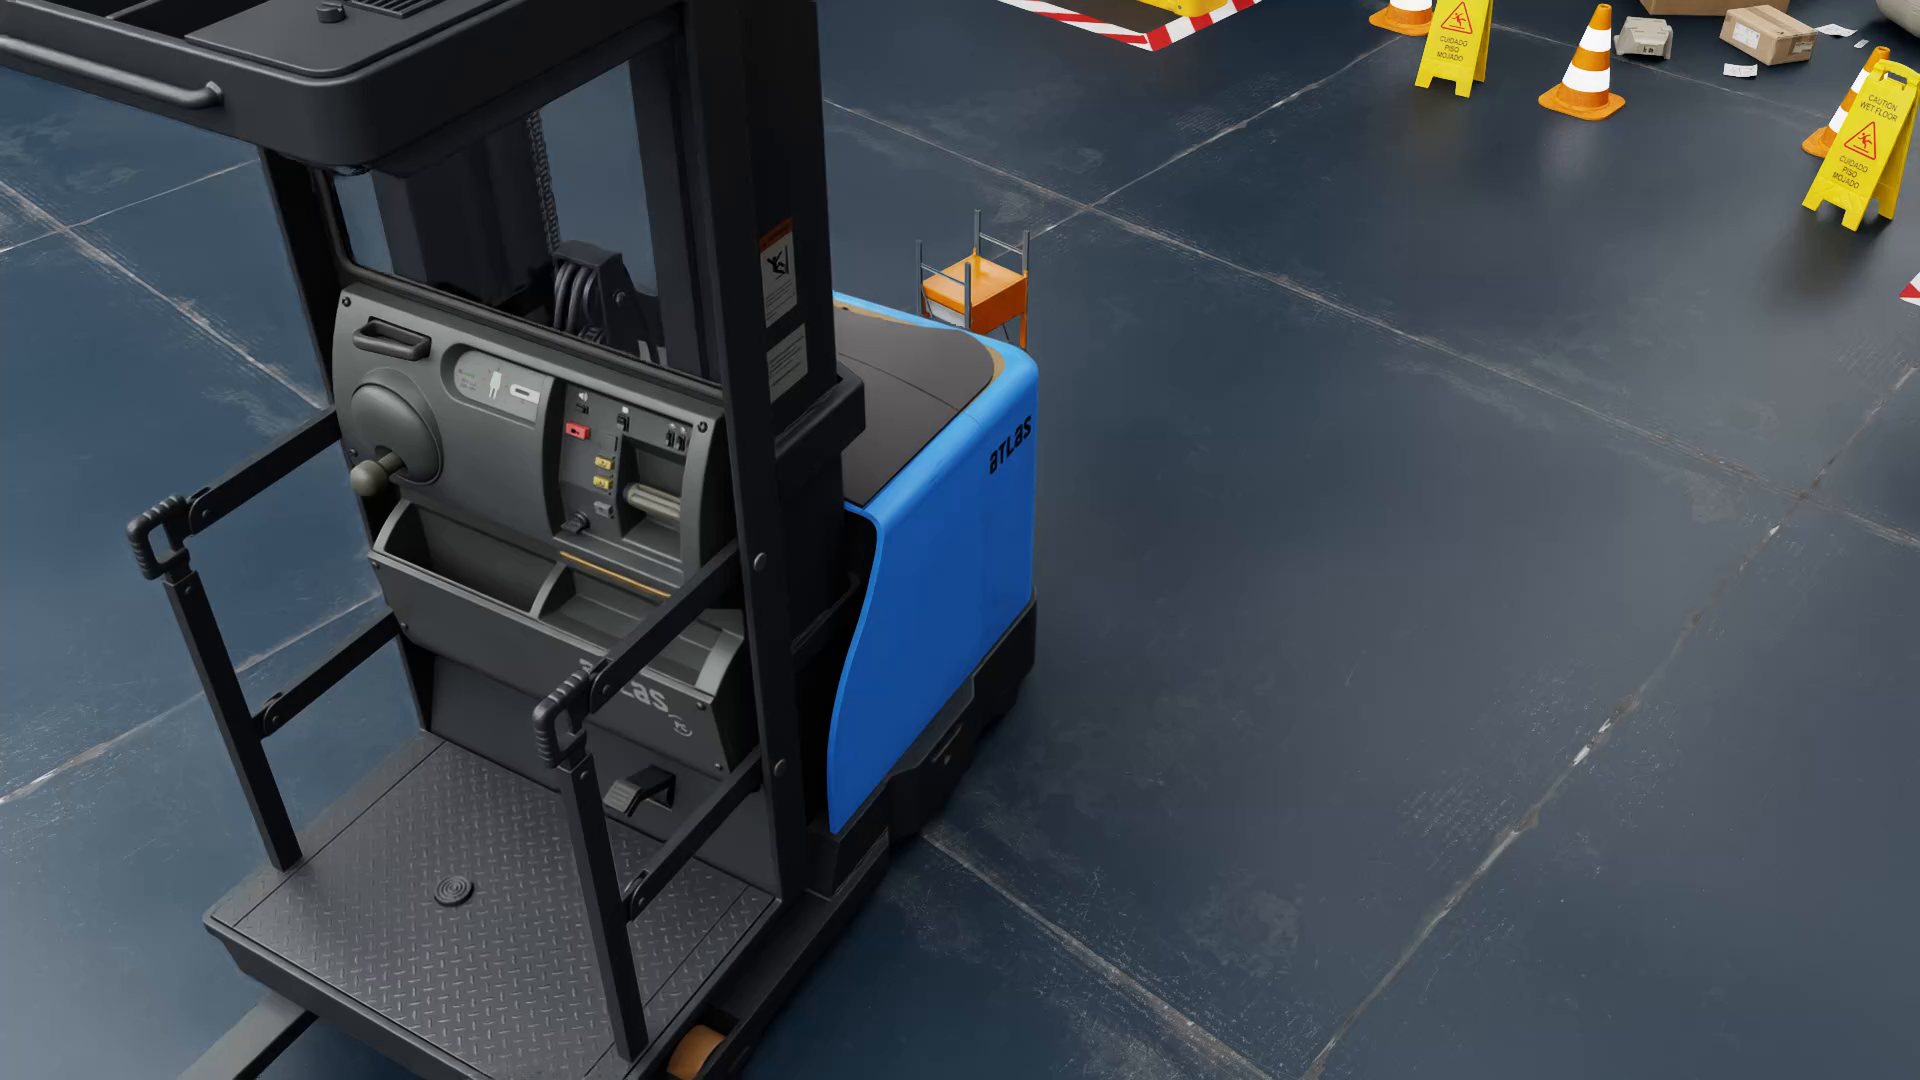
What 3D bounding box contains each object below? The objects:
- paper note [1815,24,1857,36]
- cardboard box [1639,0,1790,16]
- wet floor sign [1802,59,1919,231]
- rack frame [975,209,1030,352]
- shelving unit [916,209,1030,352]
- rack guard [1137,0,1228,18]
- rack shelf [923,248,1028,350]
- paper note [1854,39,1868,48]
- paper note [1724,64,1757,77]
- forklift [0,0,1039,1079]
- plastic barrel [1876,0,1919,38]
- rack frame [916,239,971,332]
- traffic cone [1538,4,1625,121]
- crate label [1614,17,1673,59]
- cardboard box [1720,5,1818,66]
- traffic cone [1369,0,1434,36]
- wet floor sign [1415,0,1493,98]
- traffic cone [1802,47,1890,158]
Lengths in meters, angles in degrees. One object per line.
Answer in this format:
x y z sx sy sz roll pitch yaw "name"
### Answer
4.494 -2.619 8.528 0.142 0.019 0.148 -18 42 -21 "paper note"
3.958 -3.081 8.720 0.797 0.503 0.637 2 39 2 "cardboard box"
3.724 -1.628 6.779 0.232 0.644 0.267 -18 42 -21 "wet floor sign"
0.118 -0.492 5.025 0.200 1.050 0.008 30 47 32 "rack frame"
0.036 -0.435 4.954 0.215 1.050 0.252 30 47 32 "shelving unit"
0.904 -3.231 8.911 1.175 0.500 0.348 30 47 32 "rack guard"
0.036 -0.649 4.784 0.215 0.259 0.240 30 47 32 "rack shelf"
4.549 -2.504 8.391 0.032 0.001 0.123 30 47 32 "paper note"
3.810 -2.296 8.113 0.148 0.019 0.142 14 41 17 "paper note"
-0.959 -0.128 3.057 1.130 2.935 3.031 20 43 23 "forklift"
4.918 -2.764 8.386 0.421 0.421 0.512 -5 39 -6 "plastic barrel"
-0.046 -0.379 4.884 0.200 1.050 0.008 30 47 32 "rack frame"
2.931 -2.244 7.700 0.336 0.463 0.334 30 47 32 "traffic cone"
3.416 -2.504 8.289 0.250 0.136 0.298 8 39 10 "crate label"
4.035 -2.522 8.302 0.250 0.149 0.380 -11 40 -14 "cardboard box"
2.326 -2.875 8.494 0.336 0.463 0.334 30 47 32 "traffic cone"
2.362 -2.454 7.817 0.267 0.644 0.232 22 43 25 "wet floor sign"
3.980 -1.934 7.311 0.336 0.463 0.334 30 47 32 "traffic cone"
